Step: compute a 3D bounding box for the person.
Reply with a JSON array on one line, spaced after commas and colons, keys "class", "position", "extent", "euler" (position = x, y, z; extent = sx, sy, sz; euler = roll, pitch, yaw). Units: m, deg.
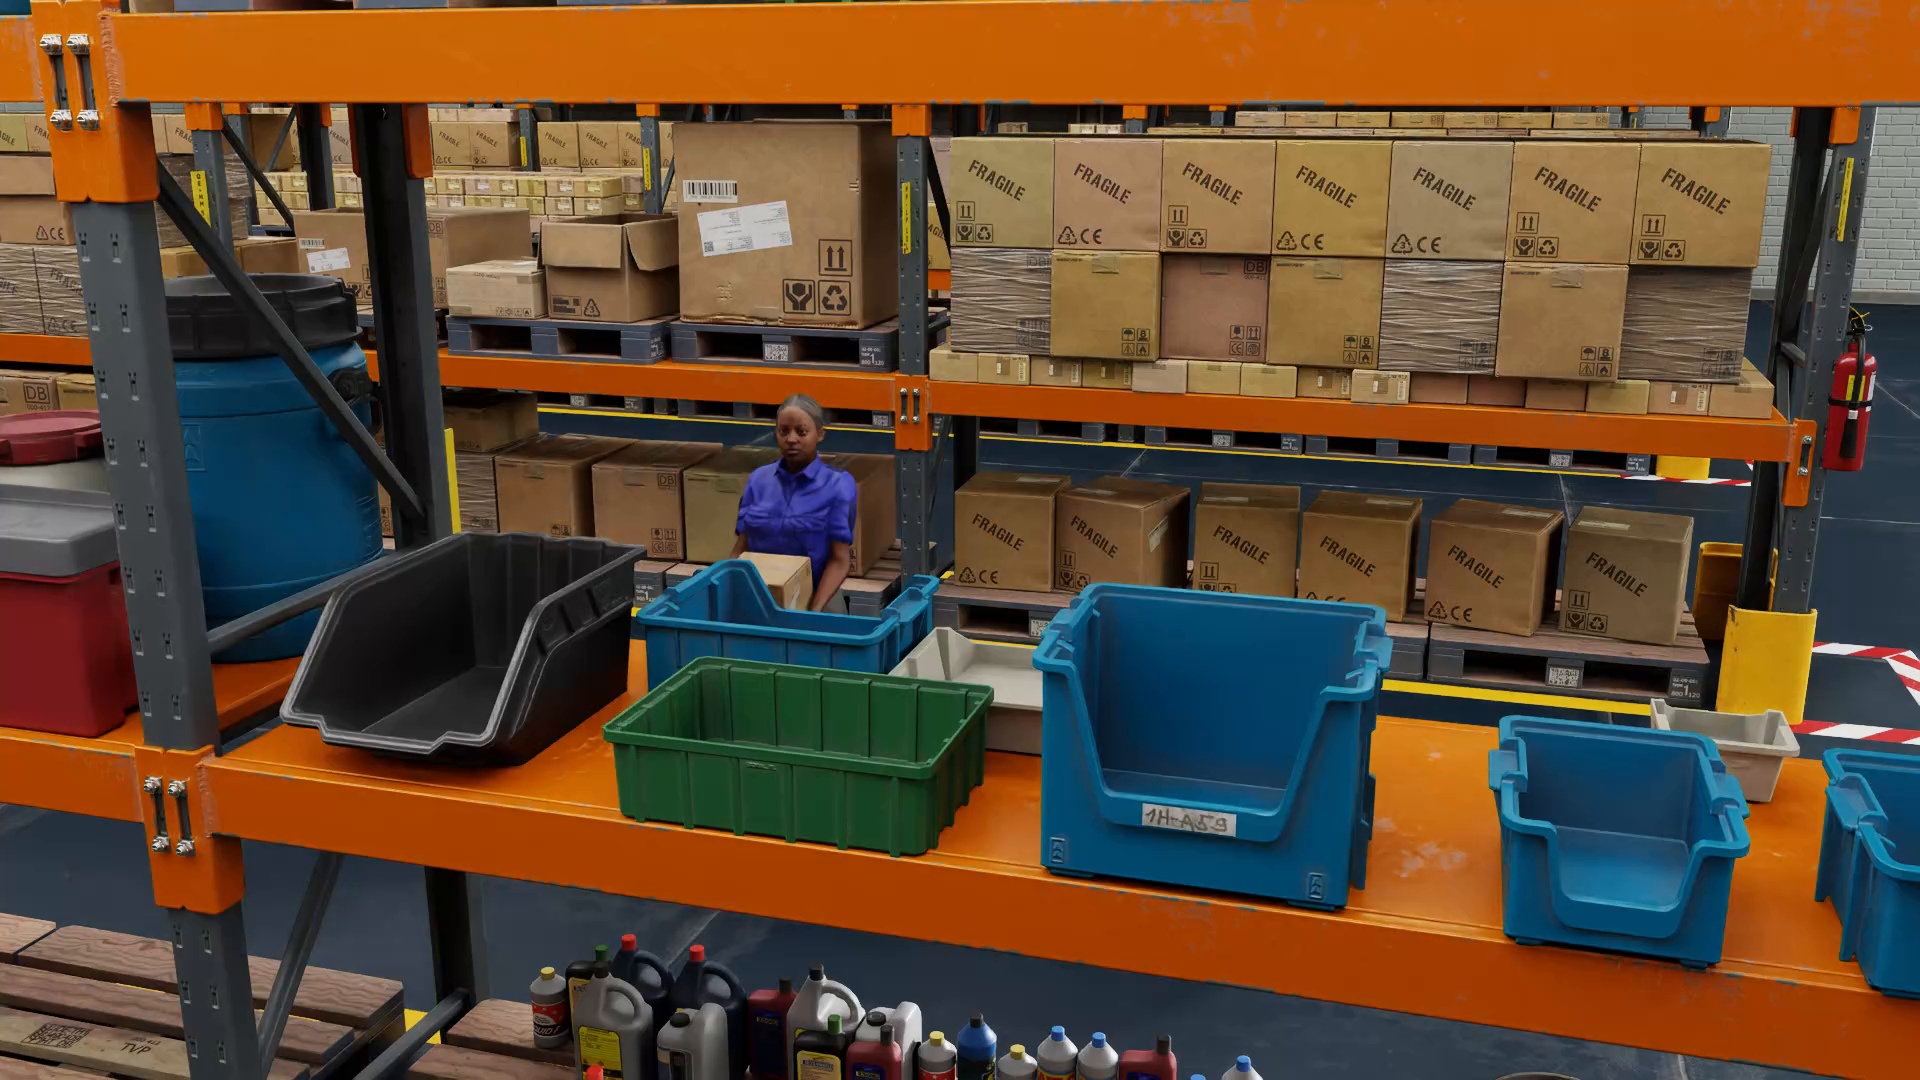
[{"class": "person", "position": [-0.608, 0.326, 5.842], "extent": [0.448, 1.655, 0.505], "euler": [5, 16, 16]}]
